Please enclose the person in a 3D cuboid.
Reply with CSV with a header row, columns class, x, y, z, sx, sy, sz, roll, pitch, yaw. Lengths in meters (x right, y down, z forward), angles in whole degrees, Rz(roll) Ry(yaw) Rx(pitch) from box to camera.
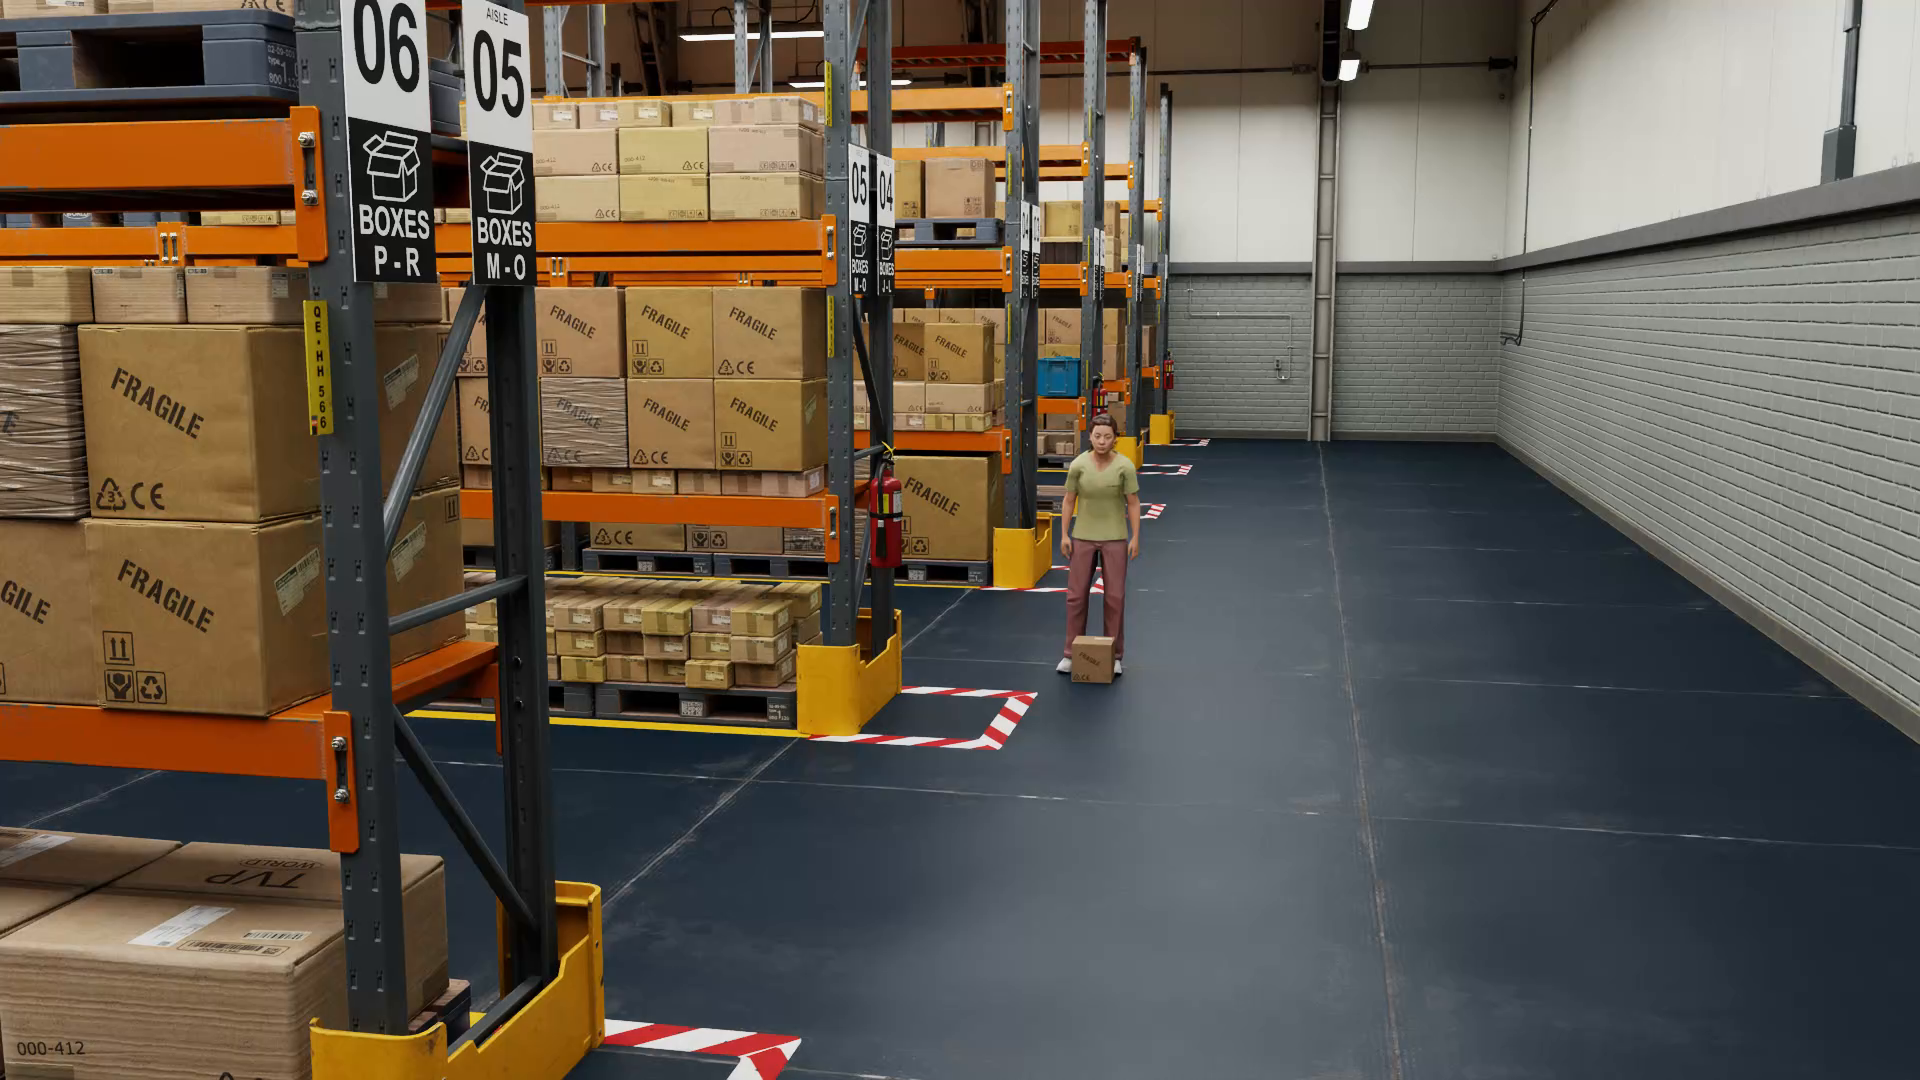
class,x,y,z,sx,sy,sz,roll,pitch,yaw
person,0.897,0.019,10.688,0.516,1.673,0.351,1,8,10
